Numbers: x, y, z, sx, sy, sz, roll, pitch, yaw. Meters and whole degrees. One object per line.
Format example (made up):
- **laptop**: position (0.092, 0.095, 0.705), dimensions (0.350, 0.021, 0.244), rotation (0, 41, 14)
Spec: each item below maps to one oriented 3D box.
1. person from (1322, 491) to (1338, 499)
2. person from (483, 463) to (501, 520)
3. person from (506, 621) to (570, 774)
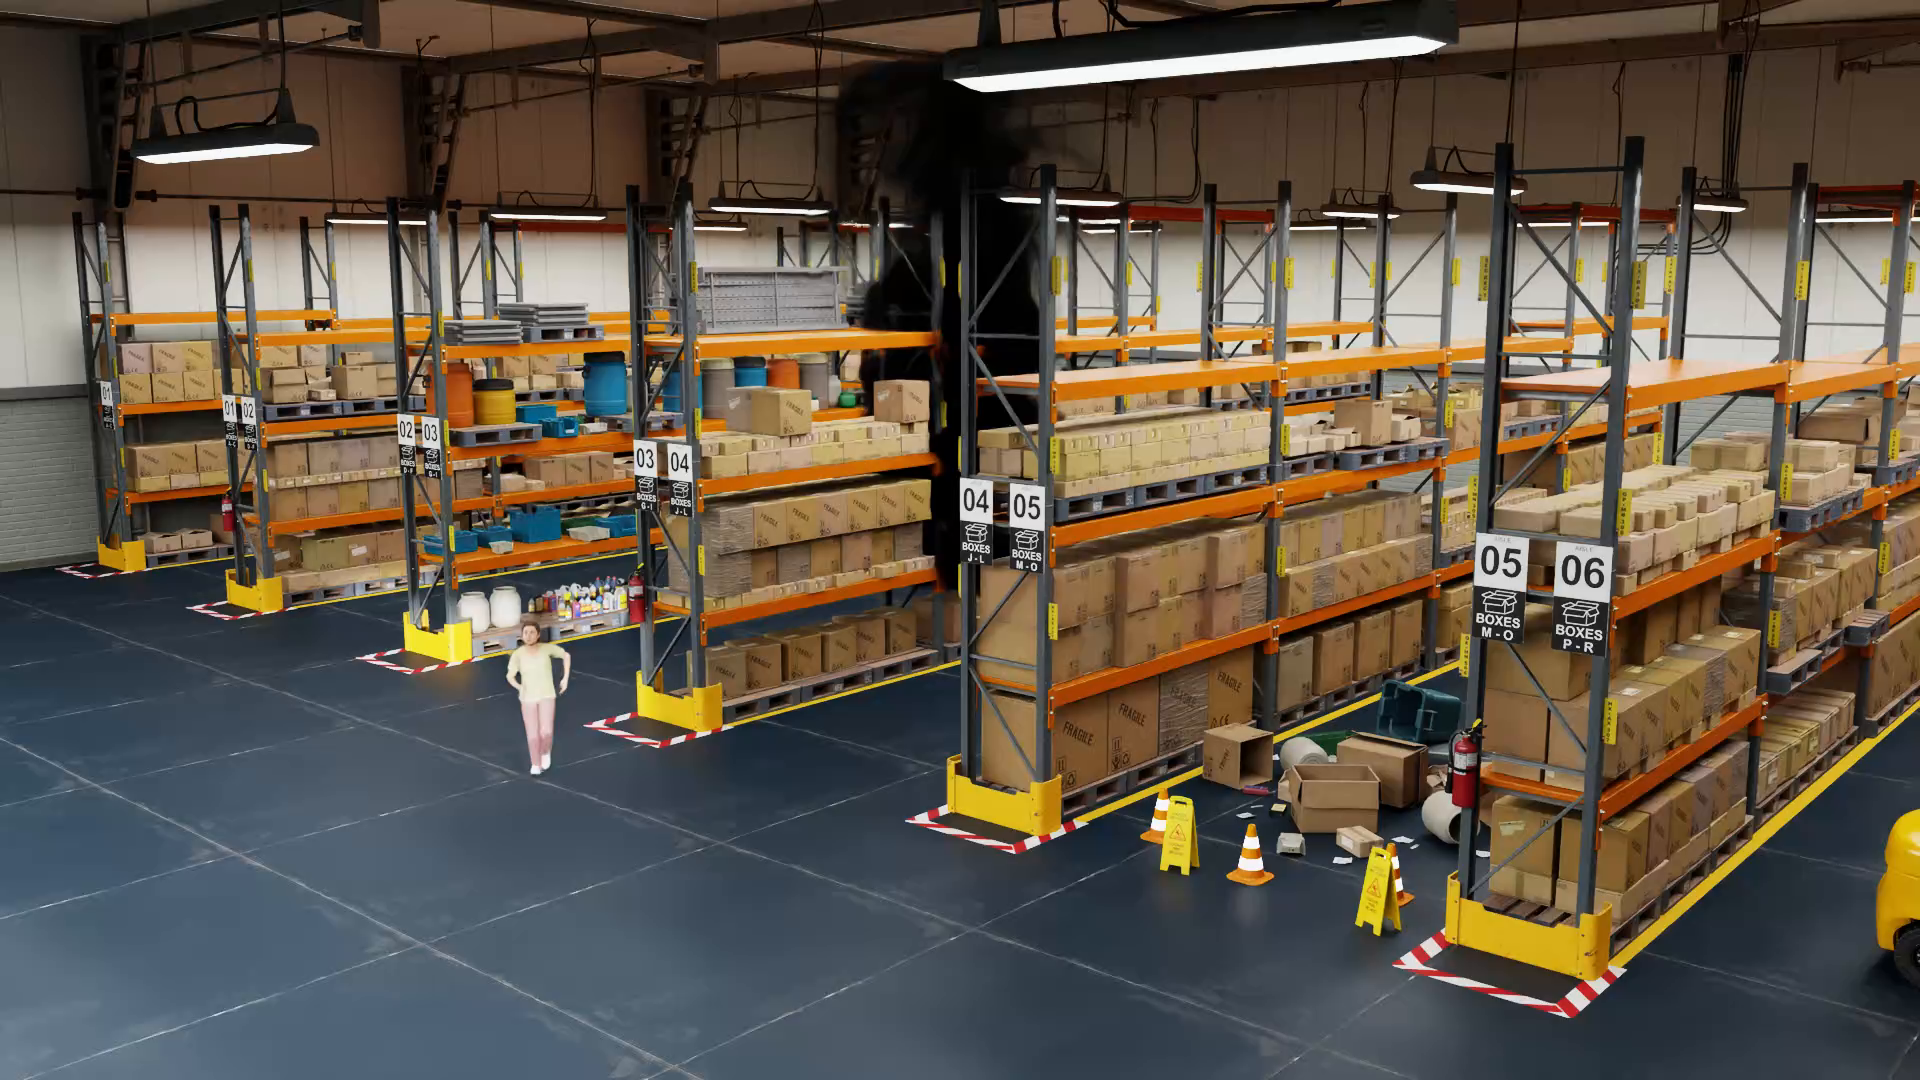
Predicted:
- **person**: position (5.595, 0.159, 24.993), dimensions (0.671, 1.838, 0.932), rotation (8, 12, 40)
- **person**: position (-8.404, -0.616, 30.110), dimensions (0.522, 1.635, 0.700), rotation (7, 12, 36)
- **person**: position (-4.231, 1.605, 16.707), dimensions (0.601, 1.624, 0.714), rotation (-1, 10, -7)
